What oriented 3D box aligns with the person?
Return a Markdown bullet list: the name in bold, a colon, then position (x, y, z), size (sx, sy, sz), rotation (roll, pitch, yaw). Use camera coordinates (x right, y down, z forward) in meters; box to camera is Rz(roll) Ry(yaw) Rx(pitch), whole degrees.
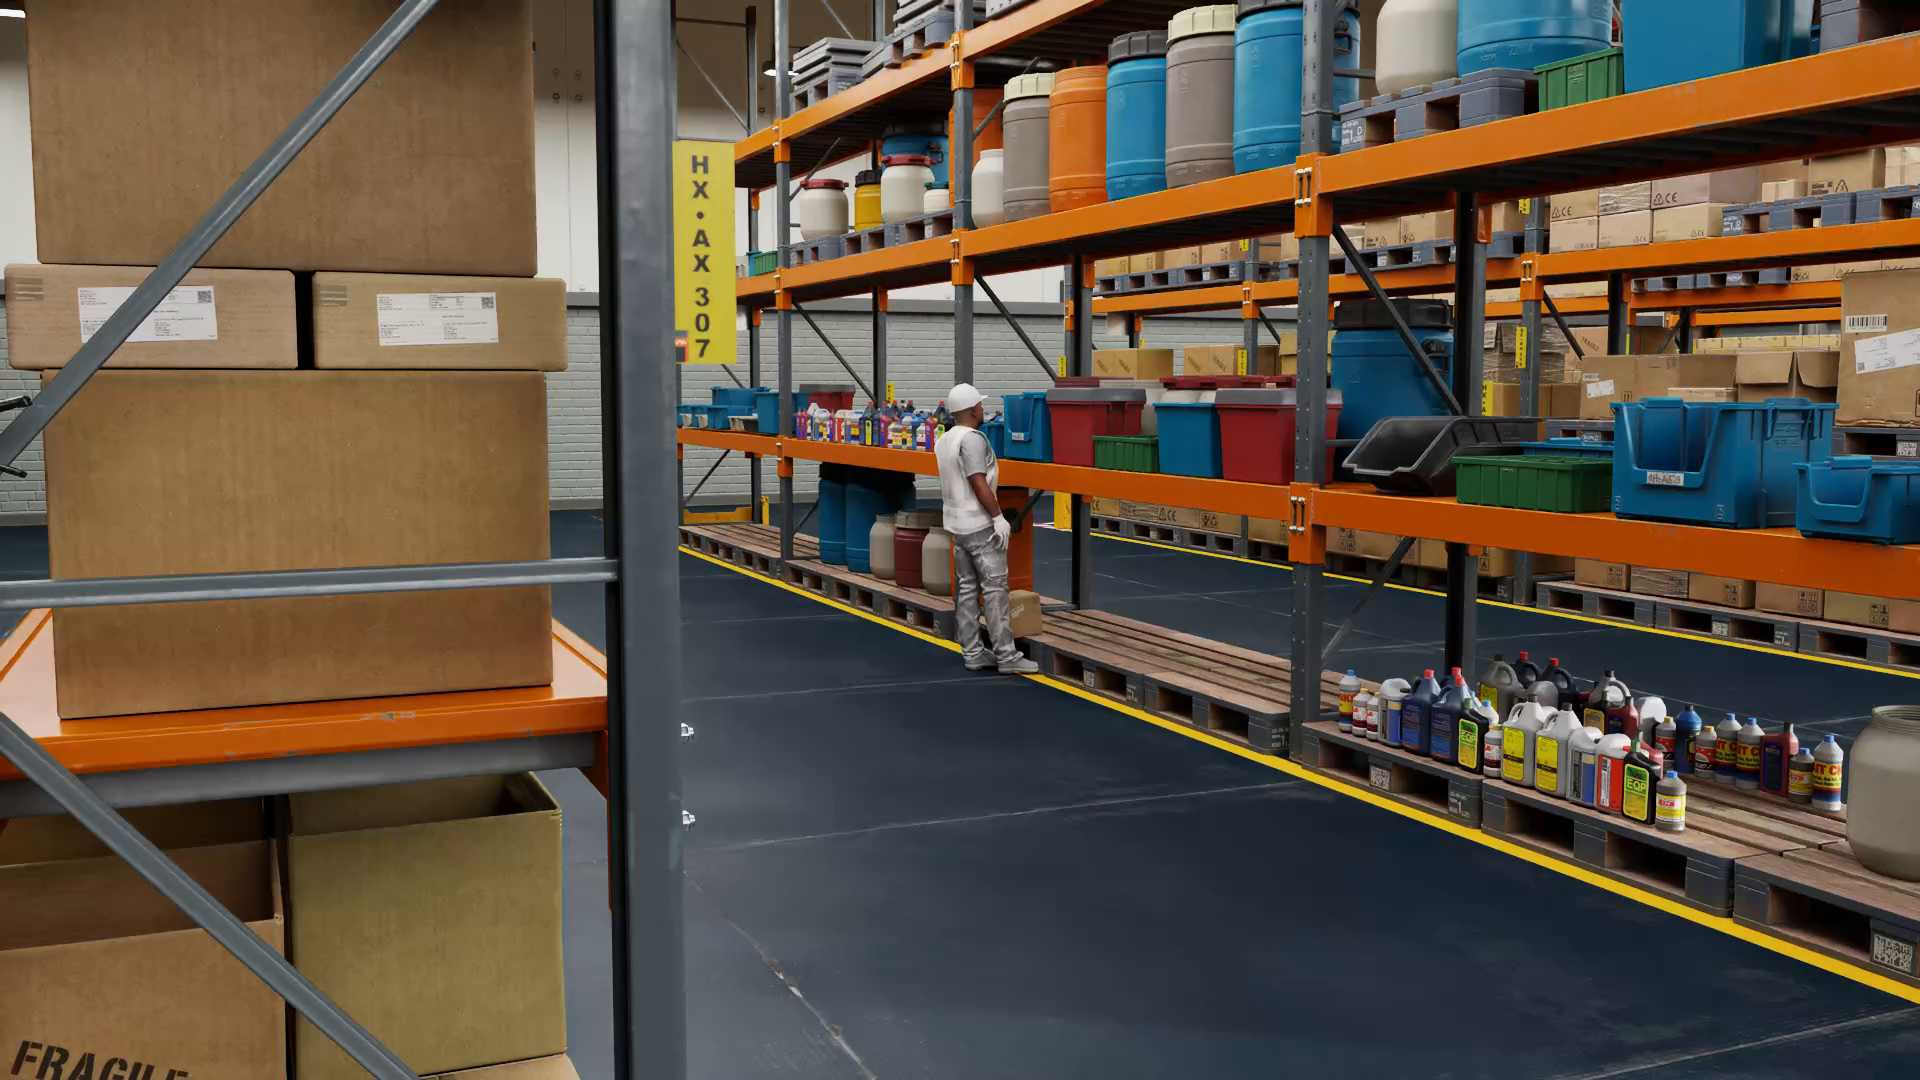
- **person**: position (0.164, -0.082, 10.379), size (0.577, 1.782, 0.656), rotation (-2, 6, -24)
